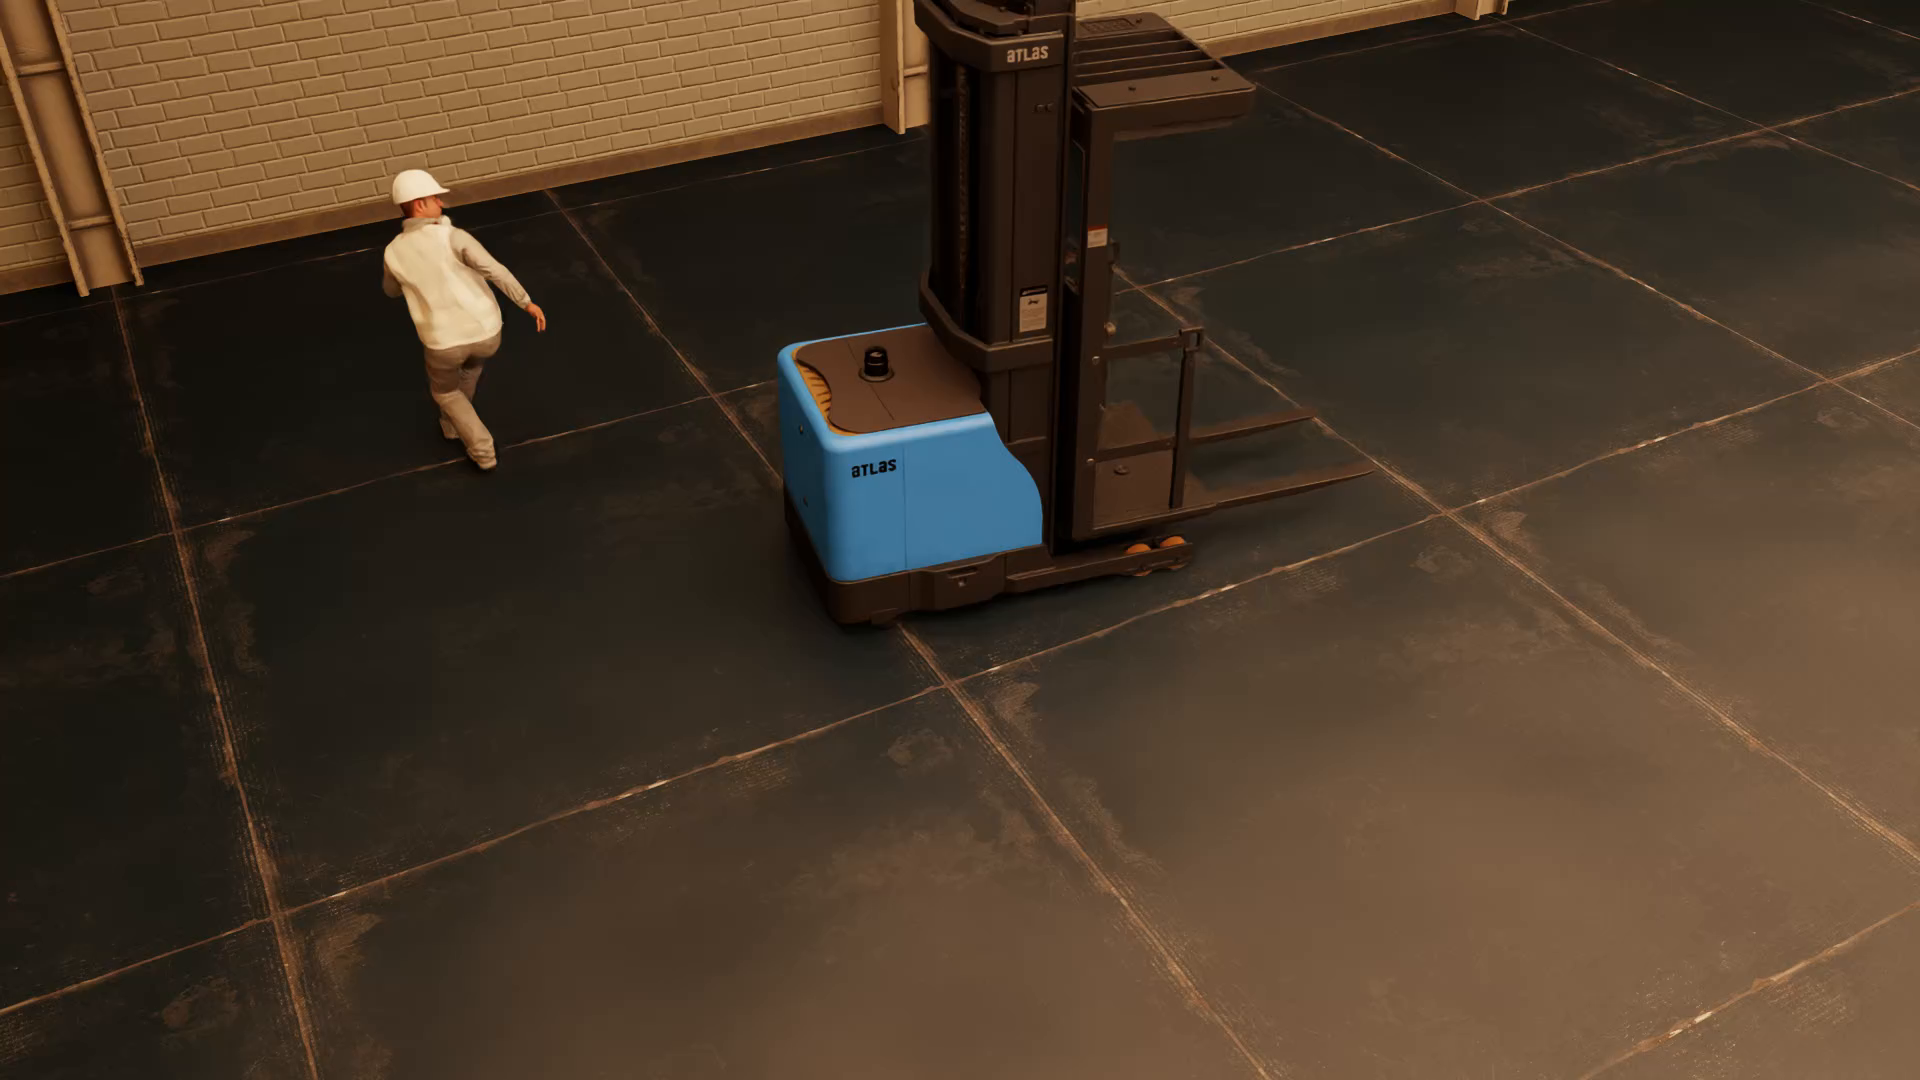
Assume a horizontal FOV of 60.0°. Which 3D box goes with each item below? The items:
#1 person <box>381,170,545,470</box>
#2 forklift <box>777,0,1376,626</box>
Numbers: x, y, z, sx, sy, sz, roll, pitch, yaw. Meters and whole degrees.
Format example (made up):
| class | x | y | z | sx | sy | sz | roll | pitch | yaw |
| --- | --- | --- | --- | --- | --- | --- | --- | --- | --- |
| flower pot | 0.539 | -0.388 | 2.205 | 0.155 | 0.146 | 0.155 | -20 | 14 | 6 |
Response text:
| class | x | y | z | sx | sy | sz | roll | pitch | yaw |
| --- | --- | --- | --- | --- | --- | --- | --- | --- | --- |
| person | -2.681 | -1.227 | 9.003 | 0.788 | 1.648 | 0.797 | -12 | 37 | -16 |
| forklift | 0.663 | -1.288 | 7.945 | 3.031 | 2.935 | 1.130 | -11 | 37 | -15 |
